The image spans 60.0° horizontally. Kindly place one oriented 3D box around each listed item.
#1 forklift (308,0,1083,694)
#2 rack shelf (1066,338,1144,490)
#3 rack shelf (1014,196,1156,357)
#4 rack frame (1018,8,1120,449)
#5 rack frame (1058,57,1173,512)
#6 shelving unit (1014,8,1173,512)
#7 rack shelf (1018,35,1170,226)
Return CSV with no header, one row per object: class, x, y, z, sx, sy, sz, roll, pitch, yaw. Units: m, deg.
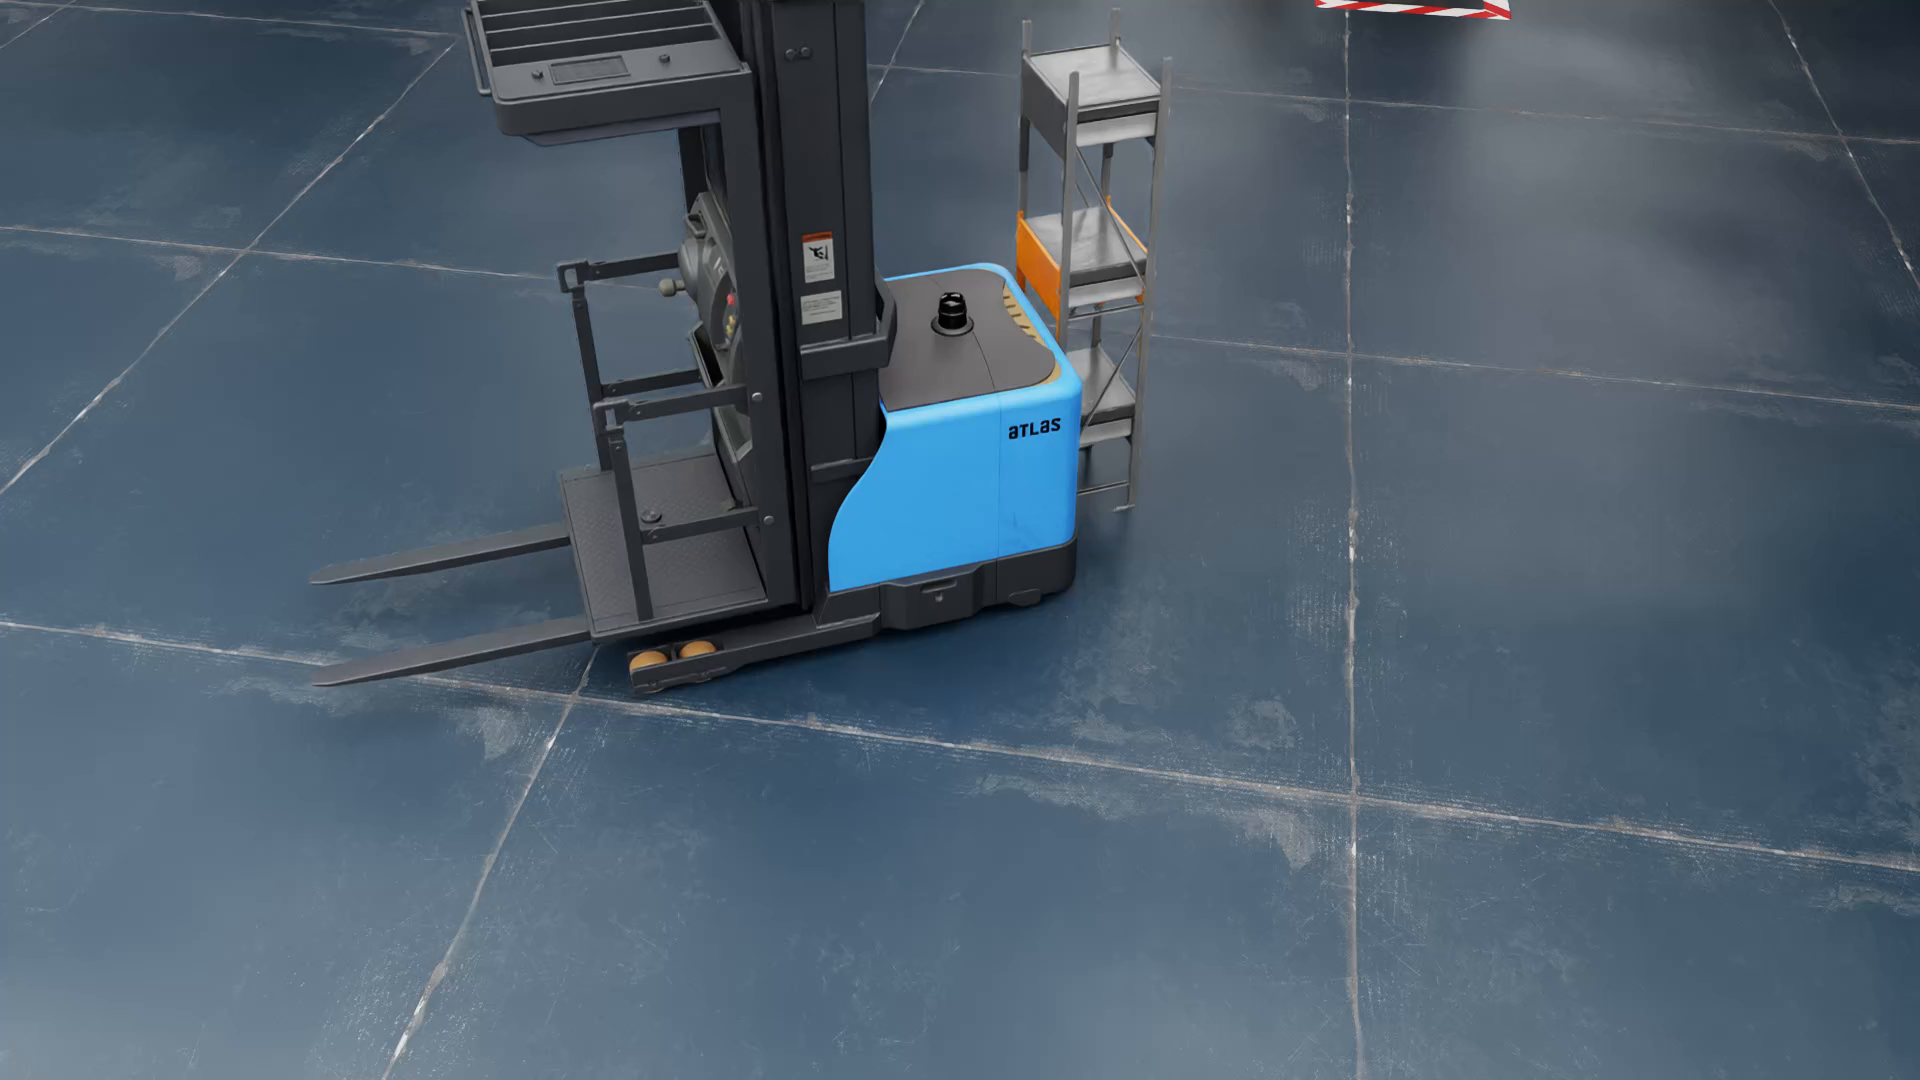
forklift,-1.093,-0.908,6.048,3.031,2.935,1.130,-11,41,-14
rack shelf,0.510,-0.514,7.343,0.431,0.518,0.480,-12,41,-14
rack shelf,0.509,-1.053,6.897,0.431,0.518,0.480,-12,41,-14
rack frame,0.431,-1.211,7.066,0.400,2.100,0.015,-12,41,-14
rack frame,0.587,-0.916,6.710,0.400,2.100,0.015,-12,41,-14
shelving unit,0.509,-1.064,6.888,0.431,2.100,0.503,-12,41,-14
rack shelf,0.508,-1.592,6.450,0.431,0.518,0.480,-12,41,-14
